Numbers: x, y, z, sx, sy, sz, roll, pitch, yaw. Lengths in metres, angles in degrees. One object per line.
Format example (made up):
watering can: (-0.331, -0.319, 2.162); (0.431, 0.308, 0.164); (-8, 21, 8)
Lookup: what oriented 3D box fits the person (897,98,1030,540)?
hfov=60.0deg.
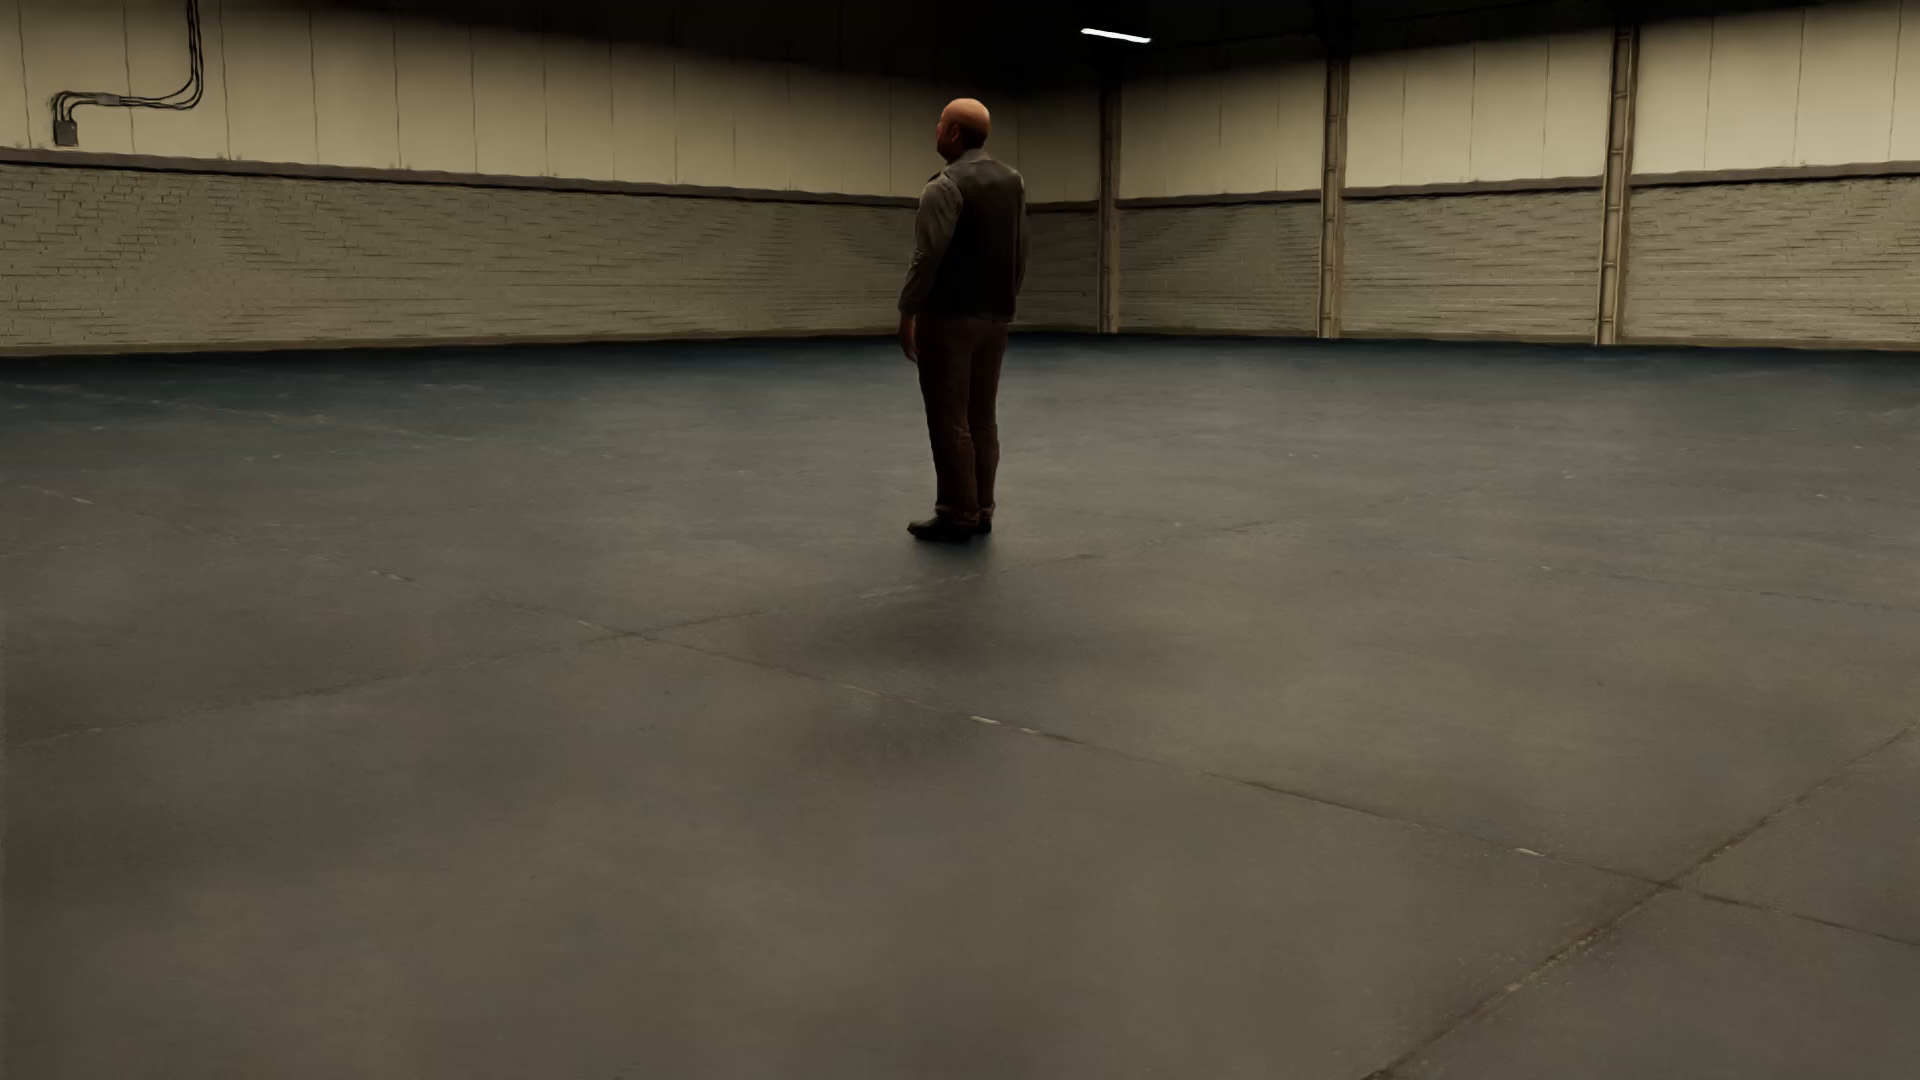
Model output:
person: (-0.039, -0.866, 6.637); (0.567, 1.720, 0.632); (8, 12, 43)
